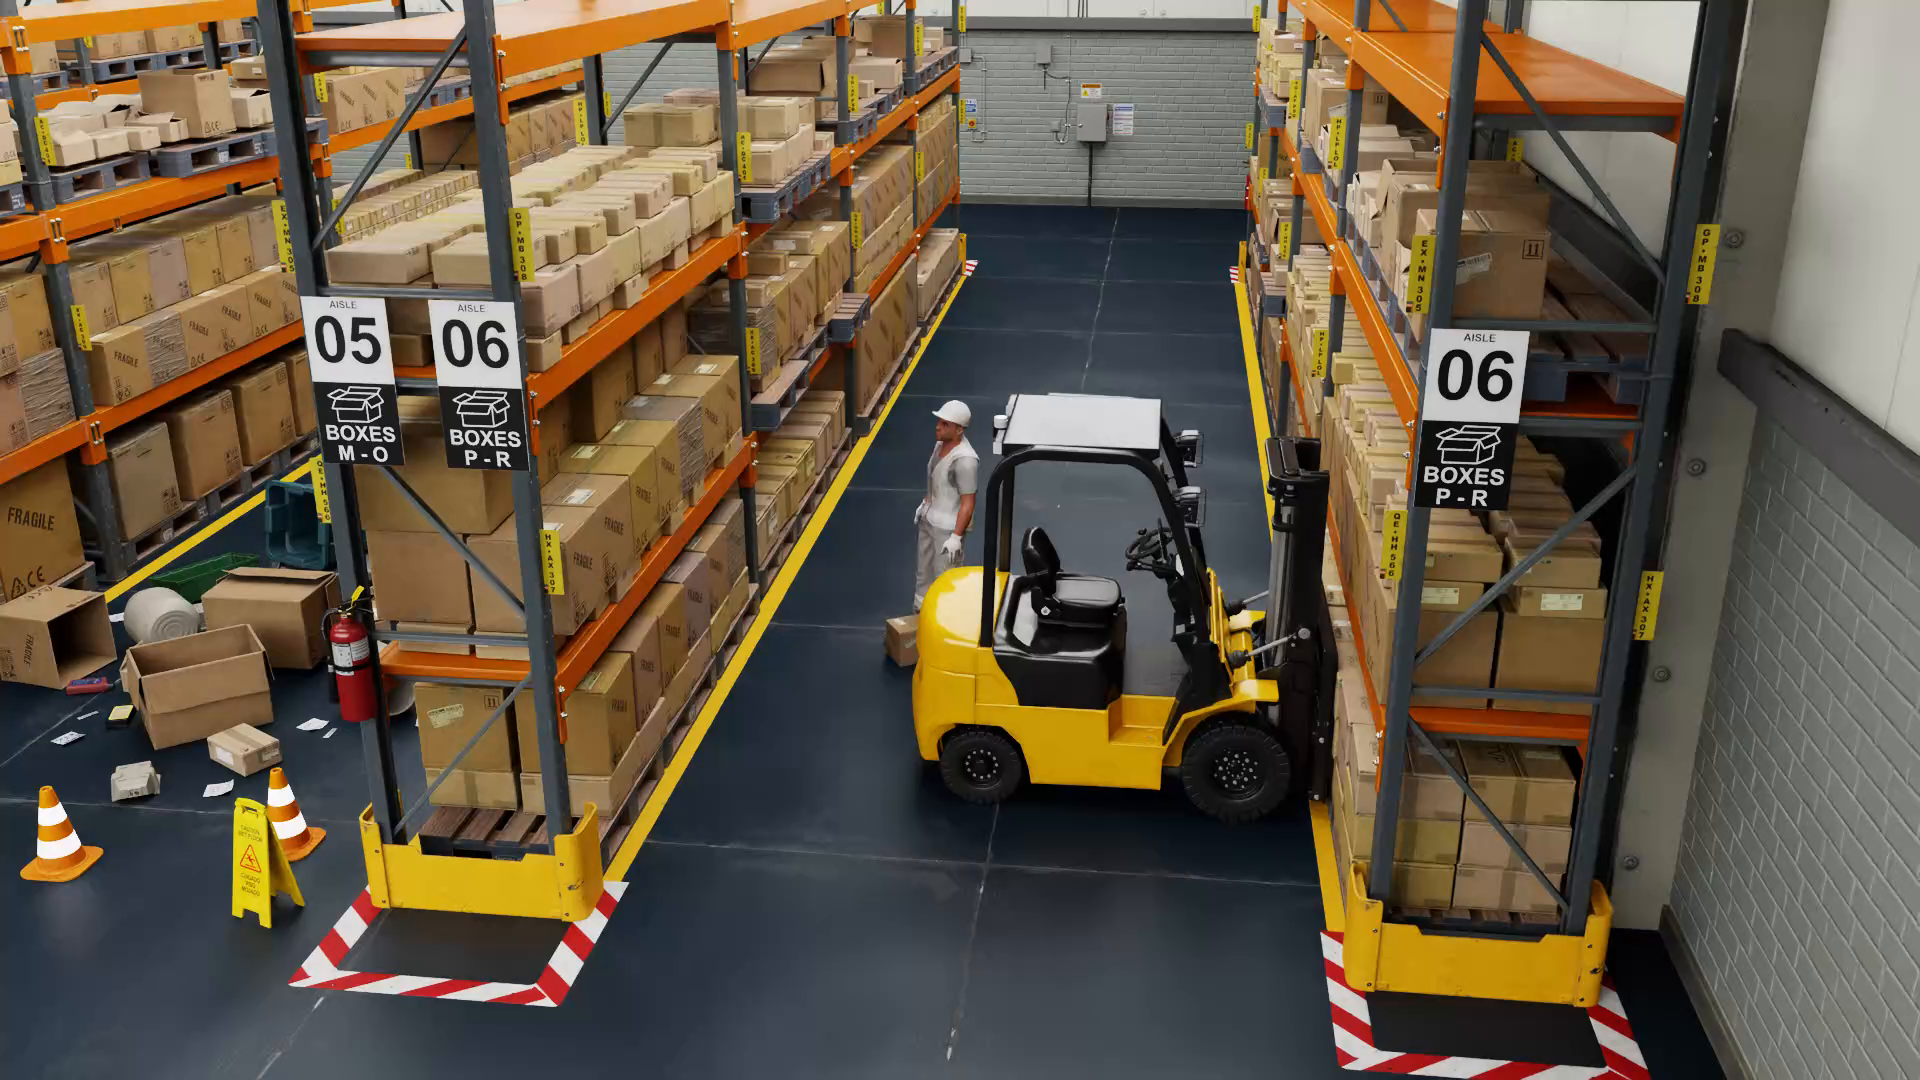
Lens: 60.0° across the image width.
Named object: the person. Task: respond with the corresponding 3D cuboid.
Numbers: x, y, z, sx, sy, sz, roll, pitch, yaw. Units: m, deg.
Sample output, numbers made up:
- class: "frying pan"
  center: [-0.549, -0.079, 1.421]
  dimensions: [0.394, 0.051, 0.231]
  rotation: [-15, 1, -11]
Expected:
- class: "person"
  center: [-0.180, -0.077, 11.221]
  dimensions: [0.562, 1.790, 0.637]
  rotation: [-8, 22, -21]
